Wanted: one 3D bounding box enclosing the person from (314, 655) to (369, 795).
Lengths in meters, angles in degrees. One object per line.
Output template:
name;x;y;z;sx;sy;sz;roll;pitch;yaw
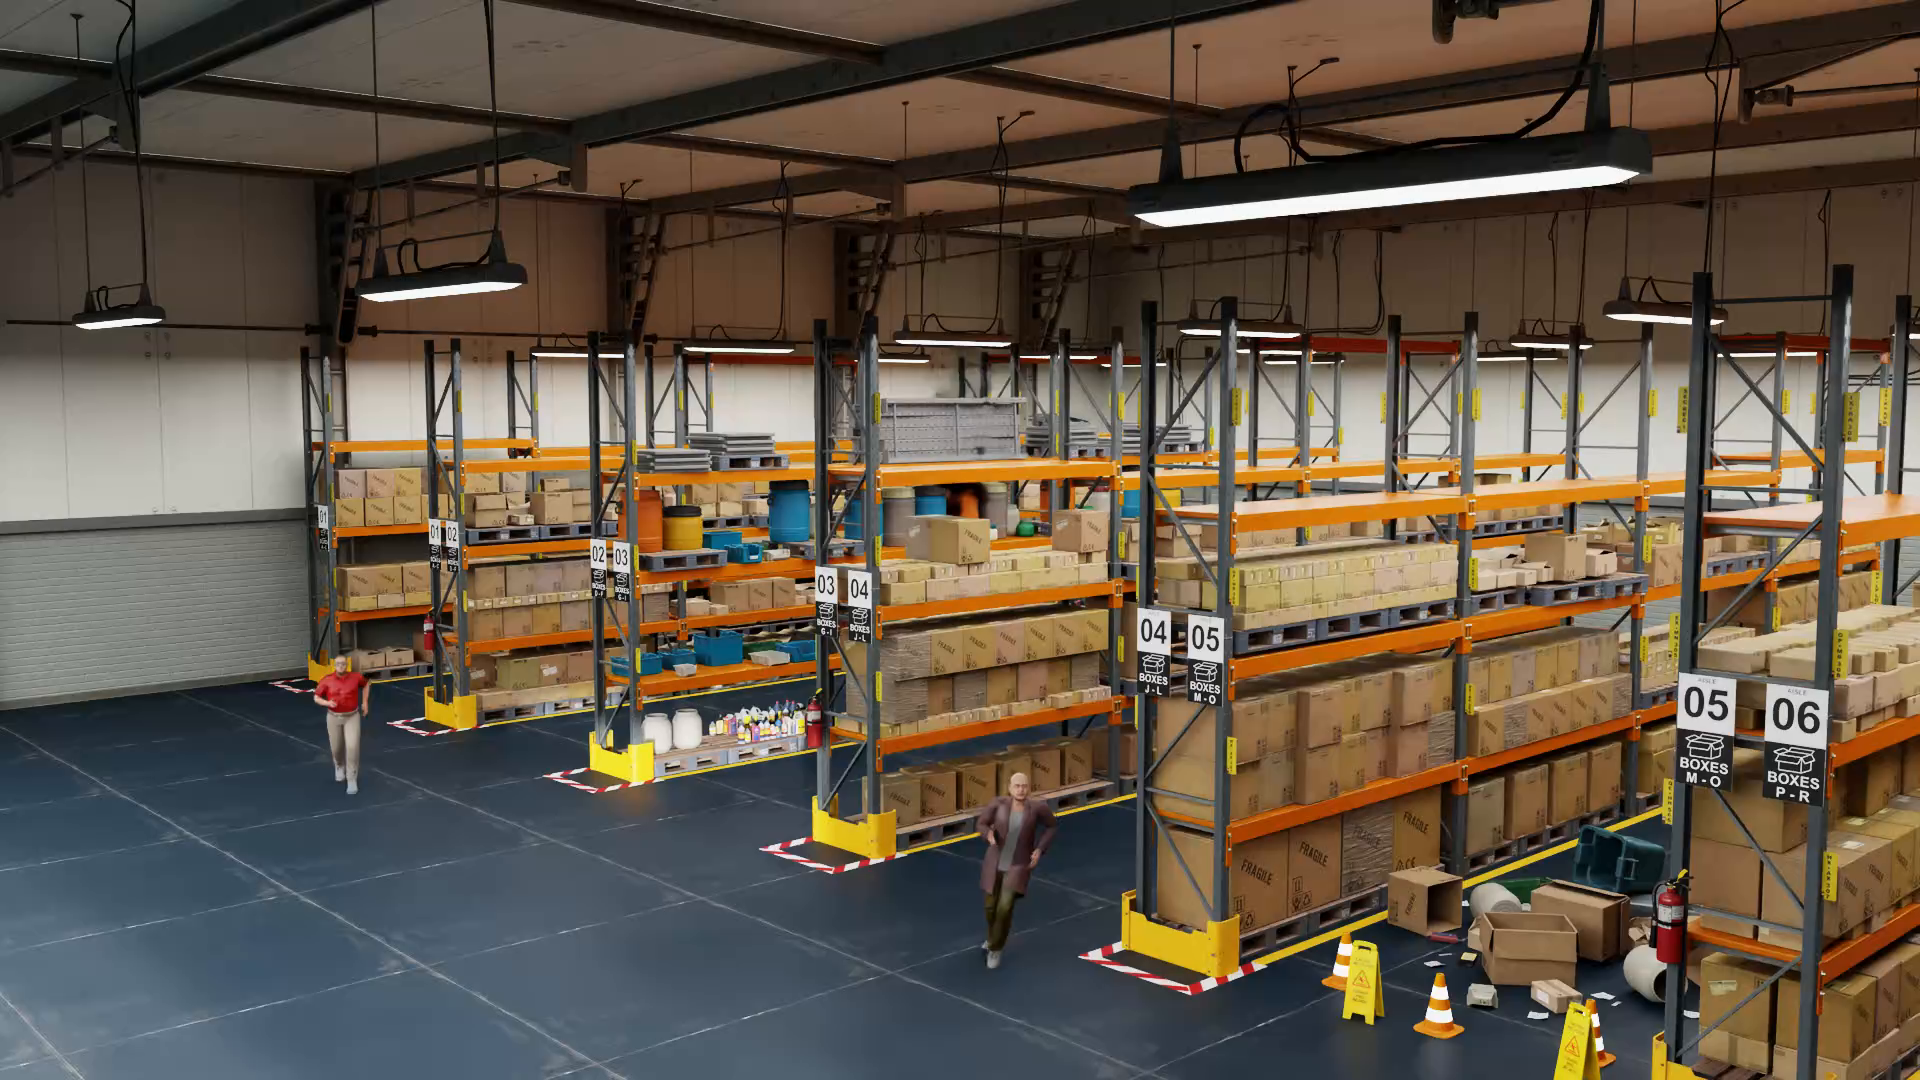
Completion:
person;-8.076;2.378;21.755;0.676;1.757;0.943;-2;5;-19

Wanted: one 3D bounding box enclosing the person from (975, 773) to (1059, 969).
person;0.484;2.987;15.063;0.712;1.792;0.764;2;5;18
